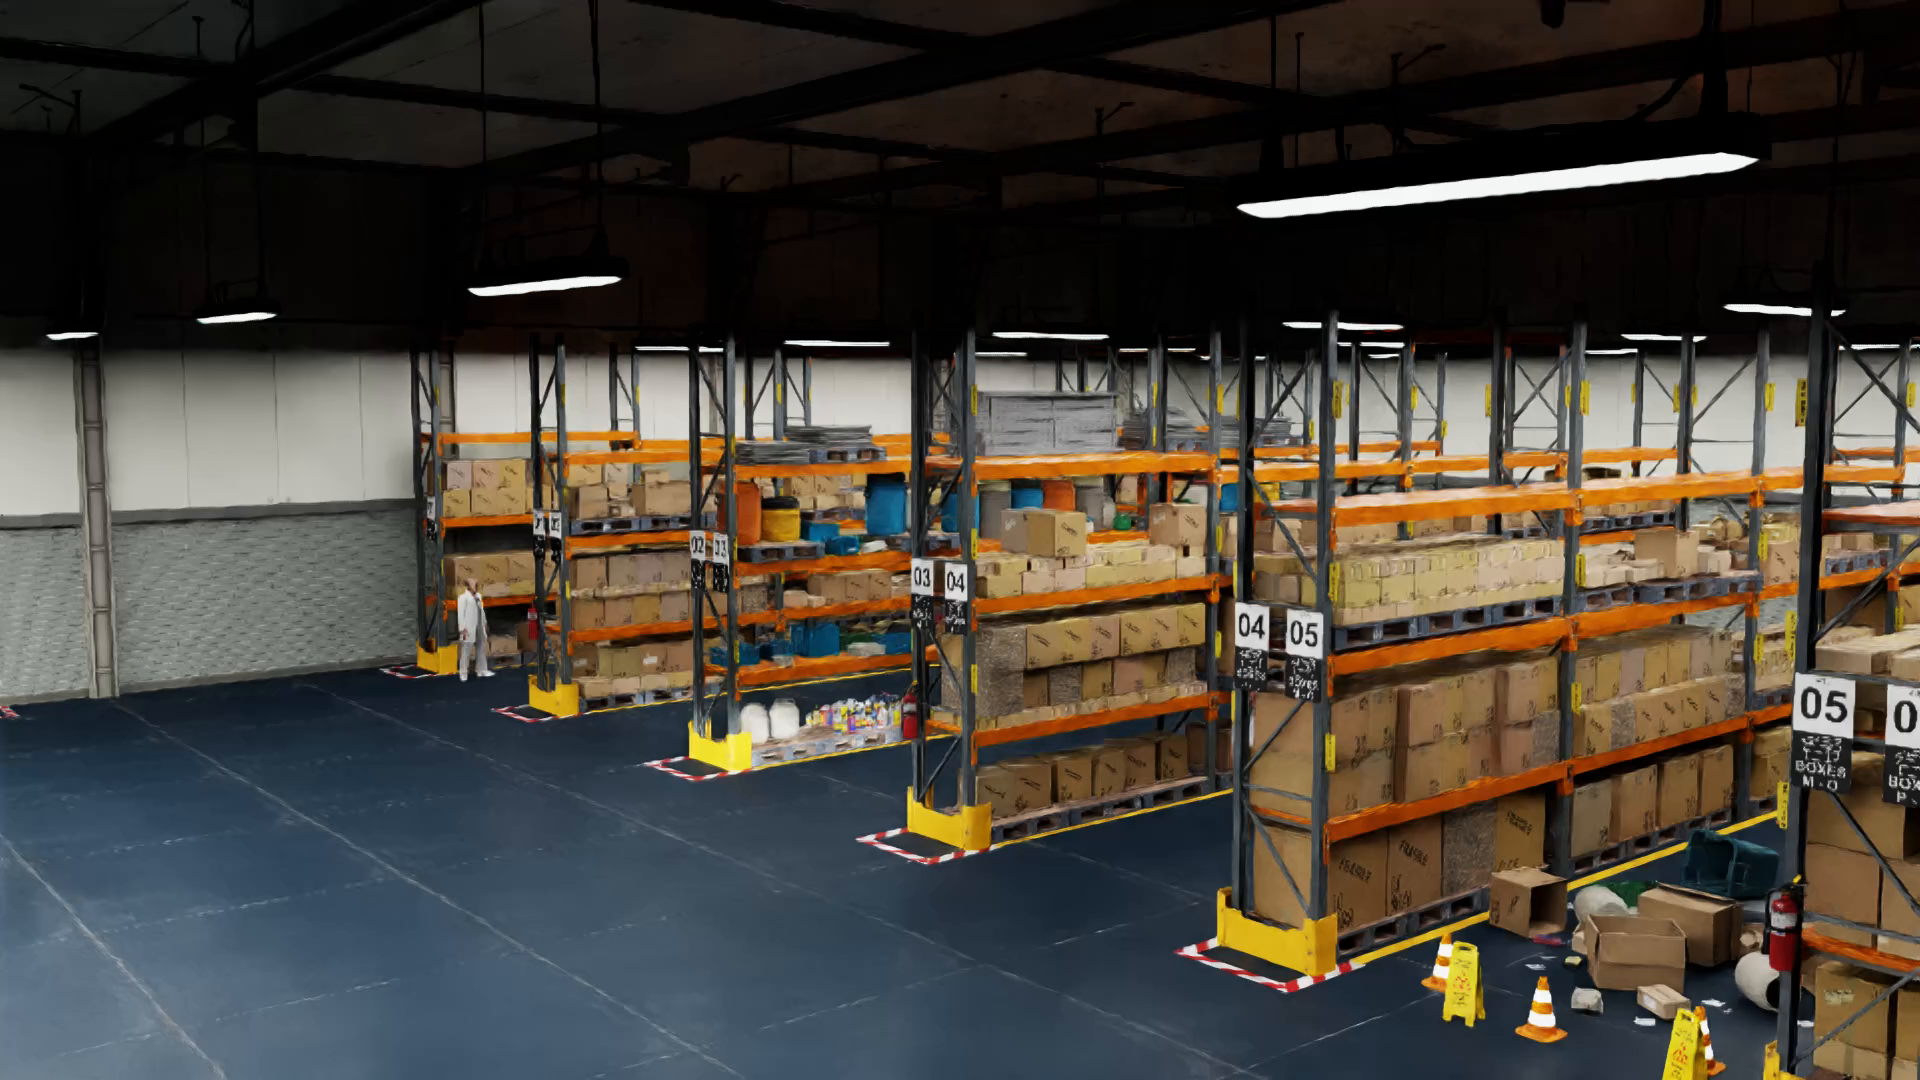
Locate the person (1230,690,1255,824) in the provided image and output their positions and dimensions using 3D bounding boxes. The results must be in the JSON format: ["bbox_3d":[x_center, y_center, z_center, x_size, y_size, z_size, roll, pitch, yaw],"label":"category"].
[{"bbox_3d":[3.506,2.473,19.812,0.564,1.699,1.088,5,7,41],"label":"person"}]

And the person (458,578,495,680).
[{"bbox_3d":[-8.535,1.552,29.263,0.522,1.787,0.654,2,6,24],"label":"person"}]
